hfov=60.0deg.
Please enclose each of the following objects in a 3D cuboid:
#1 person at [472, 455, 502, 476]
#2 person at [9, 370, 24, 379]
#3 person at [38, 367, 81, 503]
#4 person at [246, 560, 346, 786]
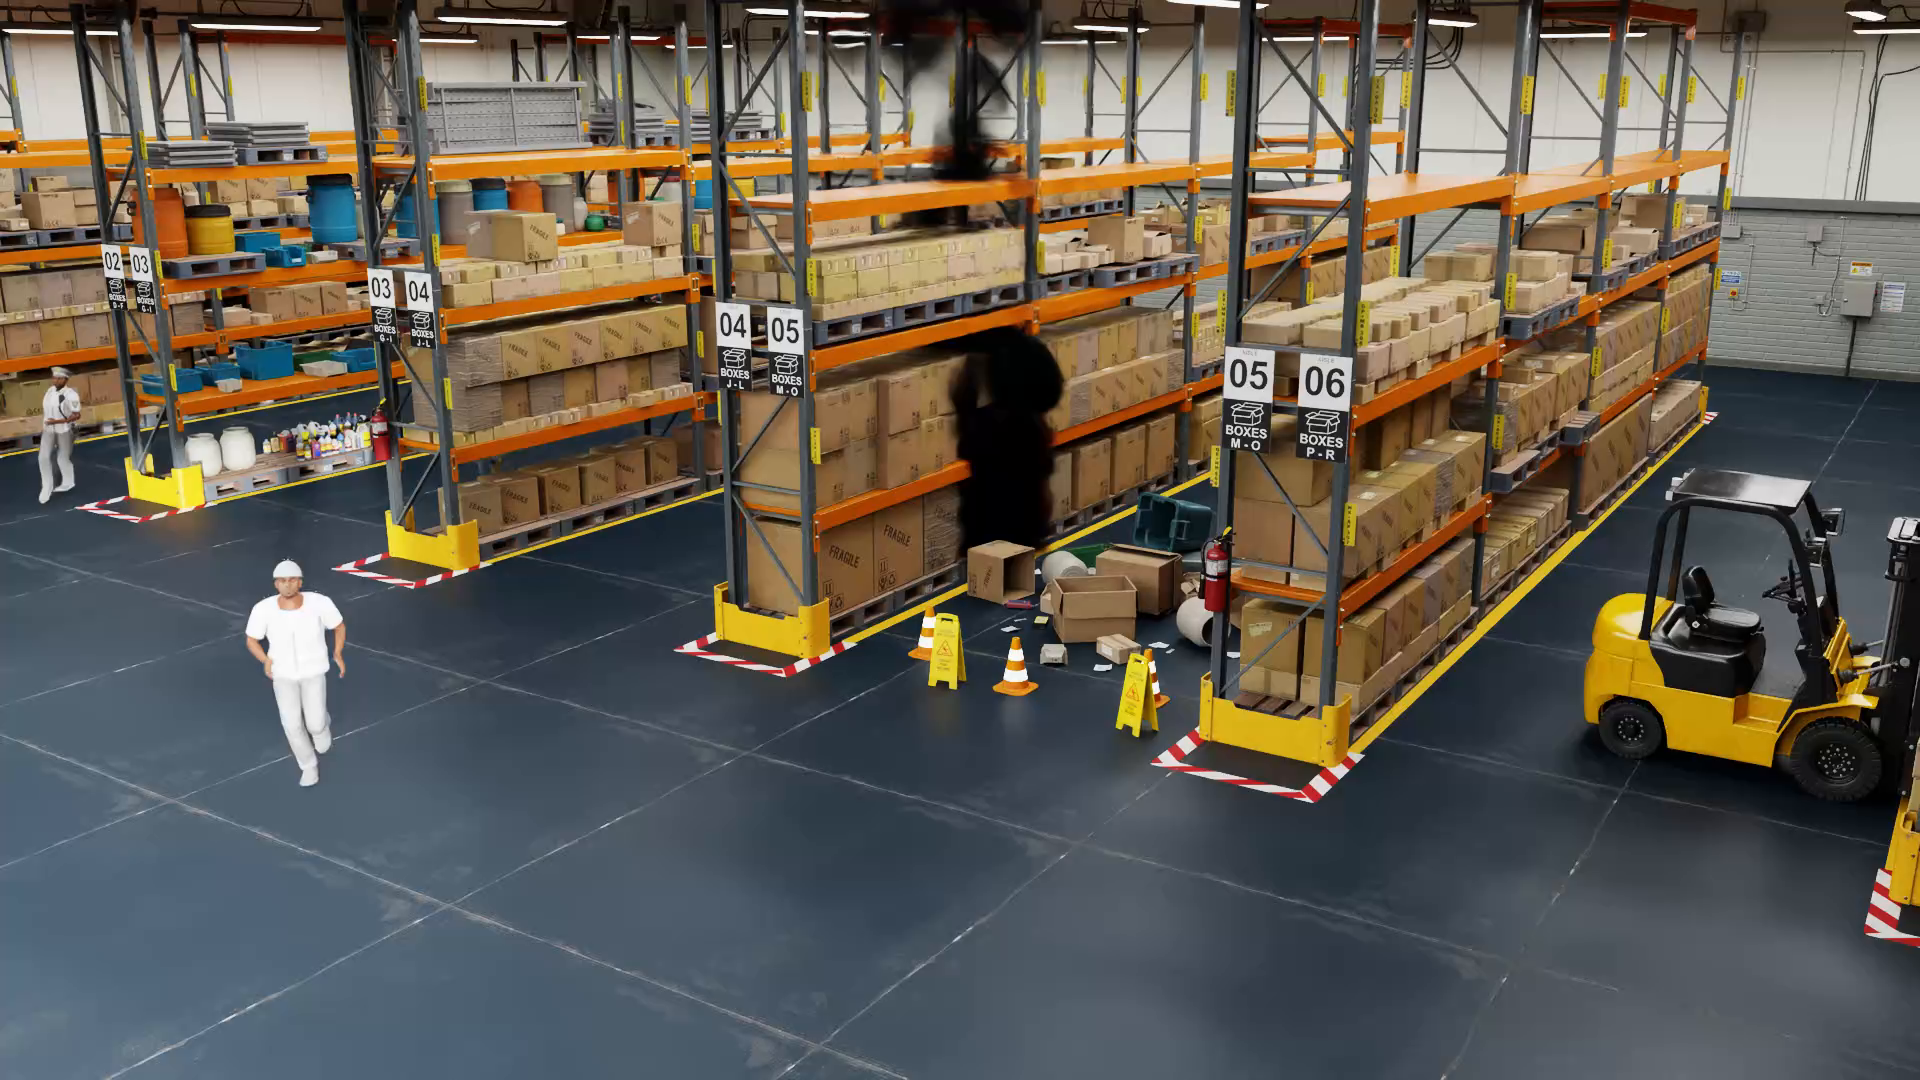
[{"bbox_3d":[-6.033,-1.453,21.251,0.698,1.741,0.662,8,18,27],"label":"person"},{"bbox_3d":[-14.433,-2.701,25.576,0.633,1.776,0.985,7,17,25],"label":"person"},{"bbox_3d":[-11.343,-1.358,20.972,0.572,1.677,0.660,0,16,-1],"label":"person"},{"bbox_3d":[-4.974,0.981,12.510,0.703,1.723,0.588,-5,16,-17],"label":"person"}]
